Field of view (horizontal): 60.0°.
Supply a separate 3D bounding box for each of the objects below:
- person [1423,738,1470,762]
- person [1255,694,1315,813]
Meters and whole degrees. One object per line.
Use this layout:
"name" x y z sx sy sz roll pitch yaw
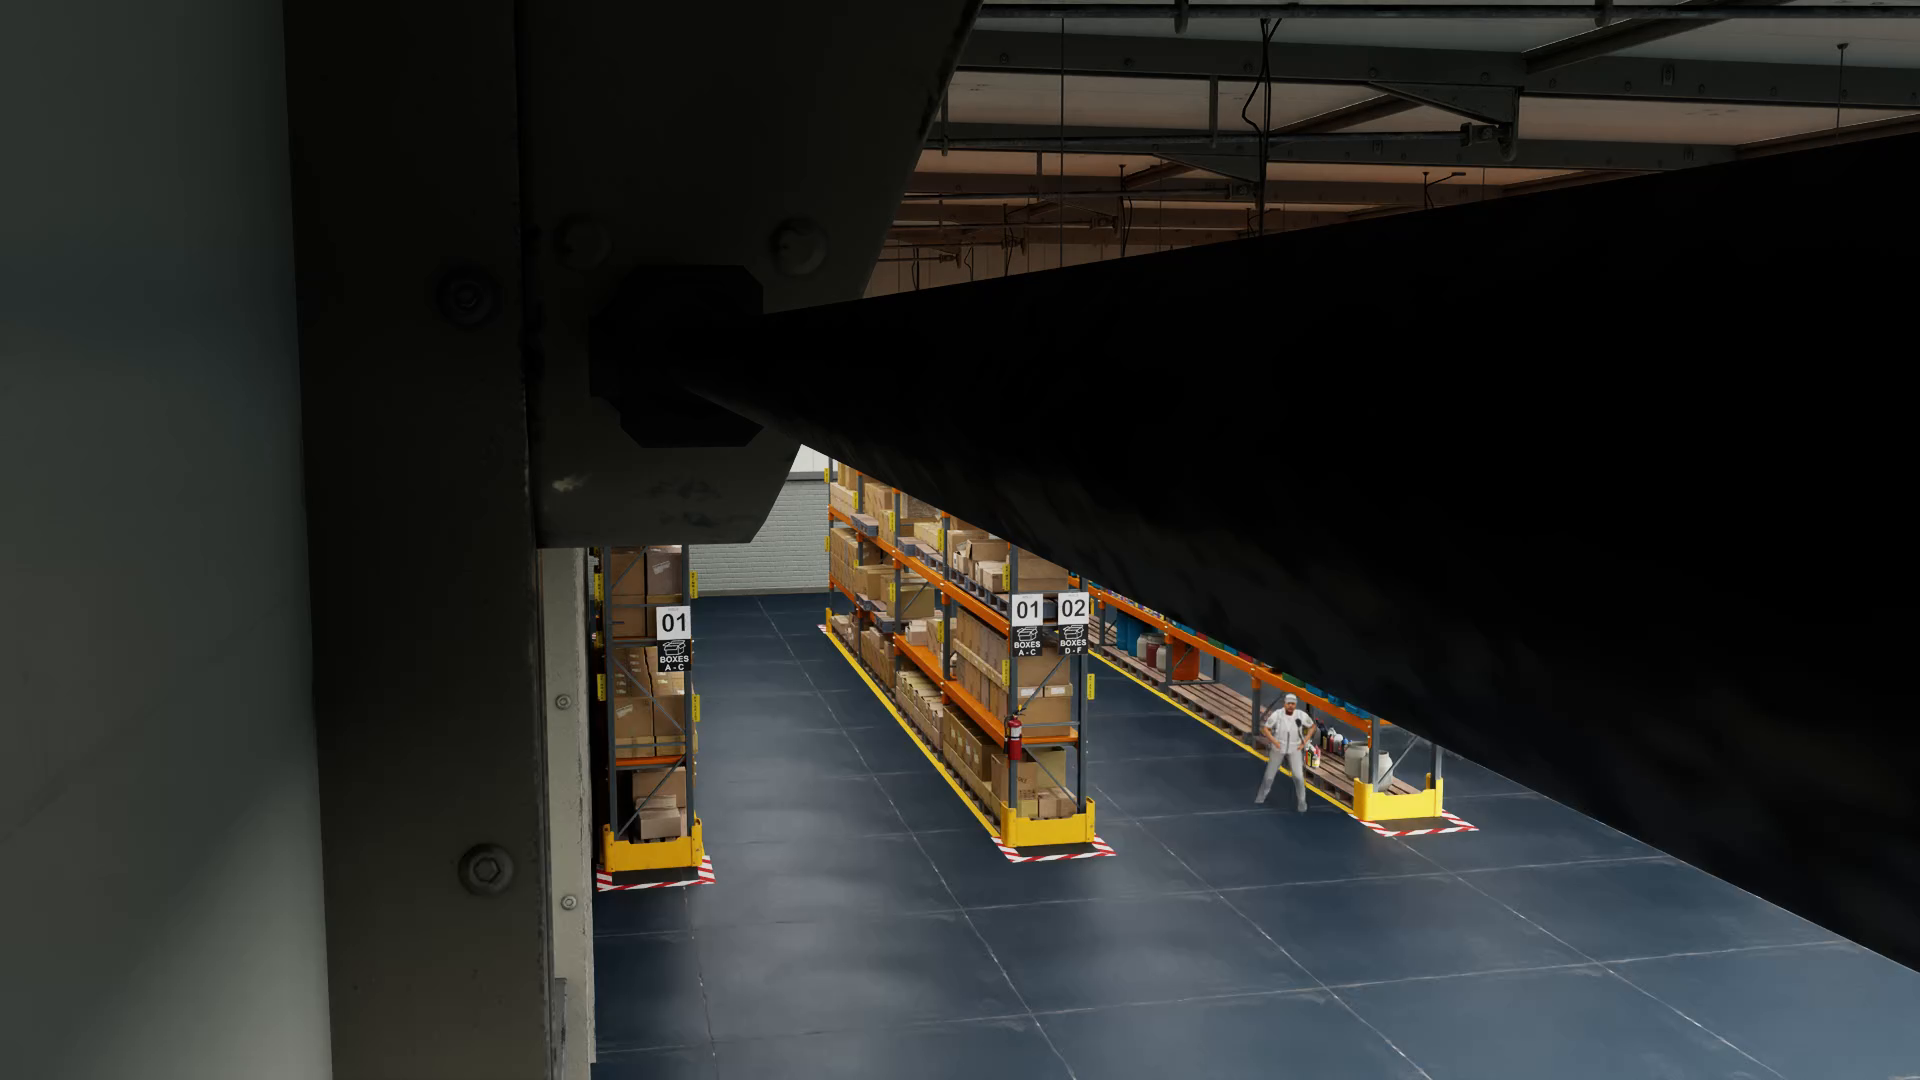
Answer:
"person" 7.479 2.489 25.548 0.614 1.695 1.004 -5 8 -36
"person" 4.427 2.874 22.601 0.788 1.613 0.686 1 7 9
